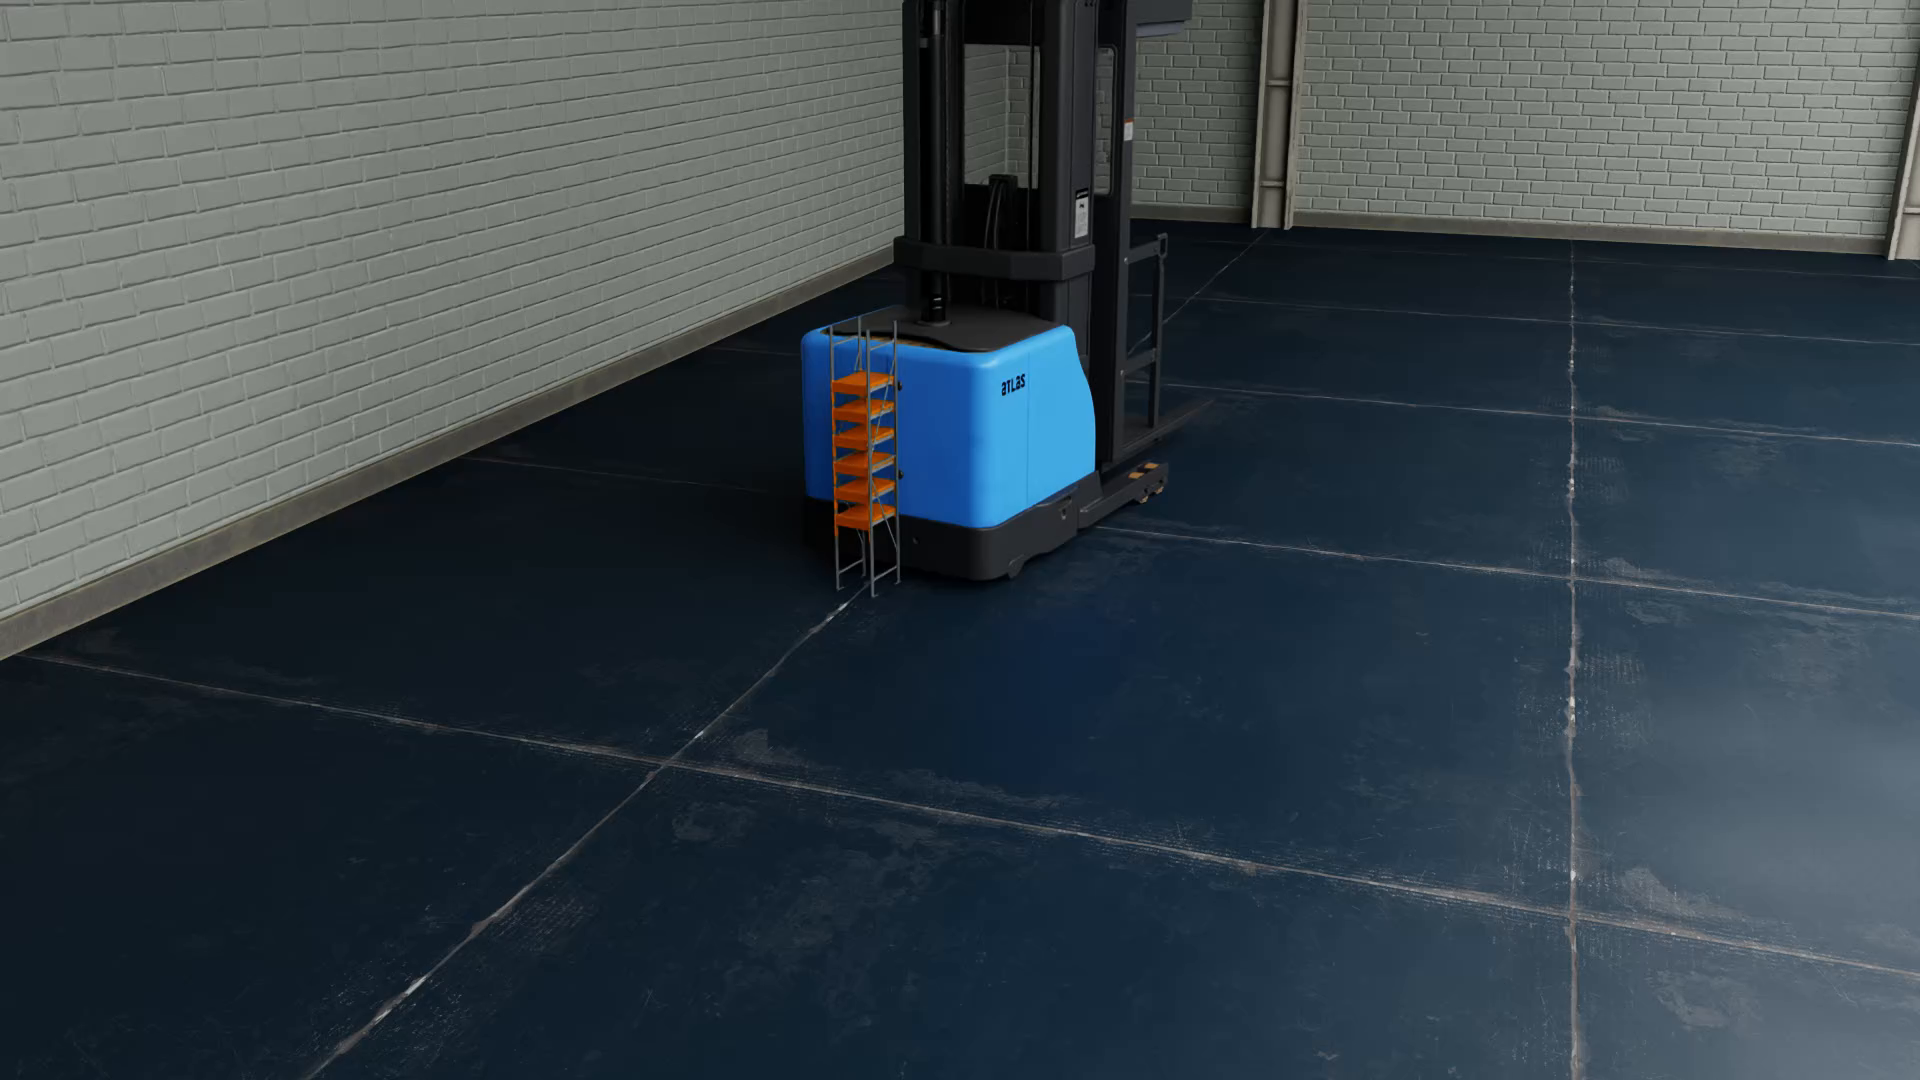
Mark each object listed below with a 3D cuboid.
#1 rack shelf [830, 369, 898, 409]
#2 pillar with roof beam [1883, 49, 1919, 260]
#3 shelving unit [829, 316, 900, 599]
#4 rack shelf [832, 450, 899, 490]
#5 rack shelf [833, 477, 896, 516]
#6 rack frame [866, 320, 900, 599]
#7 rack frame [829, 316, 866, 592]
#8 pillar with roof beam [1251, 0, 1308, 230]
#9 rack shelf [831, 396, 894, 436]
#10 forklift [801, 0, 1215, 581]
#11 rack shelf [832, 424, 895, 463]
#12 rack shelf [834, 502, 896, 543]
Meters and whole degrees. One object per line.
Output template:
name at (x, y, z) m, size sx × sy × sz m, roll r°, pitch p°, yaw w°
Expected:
rack shelf at (-0.412, -0.654, 7.170) m, size 0.180 × 0.103 × 0.258 m, roll 10°, pitch 22°, yaw 27°
pillar with roof beam at (7.553, -5.577, 10.403) m, size 0.400 × 9.000 × 9.100 m, roll 7°, pitch 20°, yaw 18°
shelving unit at (-0.412, -0.356, 7.273) m, size 0.189 × 1.200 × 0.258 m, roll 10°, pitch 22°, yaw 27°
rack shelf at (-0.412, -0.314, 7.288) m, size 0.180 × 0.103 × 0.258 m, roll 10°, pitch 22°, yaw 27°
rack shelf at (-0.412, -0.200, 7.328) m, size 0.180 × 0.103 × 0.258 m, roll 10°, pitch 22°, yaw 27°
rack frame at (-0.333, -0.341, 7.231) m, size 0.006 × 1.200 × 0.240 m, roll 10°, pitch 22°, yaw 27°
rack frame at (-0.492, -0.370, 7.316) m, size 0.006 × 1.200 × 0.240 m, roll 10°, pitch 22°, yaw 27°
pillar with roof beam at (1.886, -6.225, 12.263) m, size 0.400 × 9.000 × 9.100 m, roll 7°, pitch 20°, yaw 18°
rack shelf at (-0.412, -0.540, 7.209) m, size 0.180 × 0.103 × 0.258 m, roll 10°, pitch 22°, yaw 27°
forklift at (0.447, -1.640, 8.328) m, size 1.130 × 2.935 × 3.031 m, roll 11°, pitch 22°, yaw 29°
rack shelf at (-0.412, -0.427, 7.249) m, size 0.180 × 0.103 × 0.258 m, roll 10°, pitch 22°, yaw 27°
rack shelf at (-0.412, -0.087, 7.367) m, size 0.180 × 0.103 × 0.258 m, roll 10°, pitch 22°, yaw 27°
